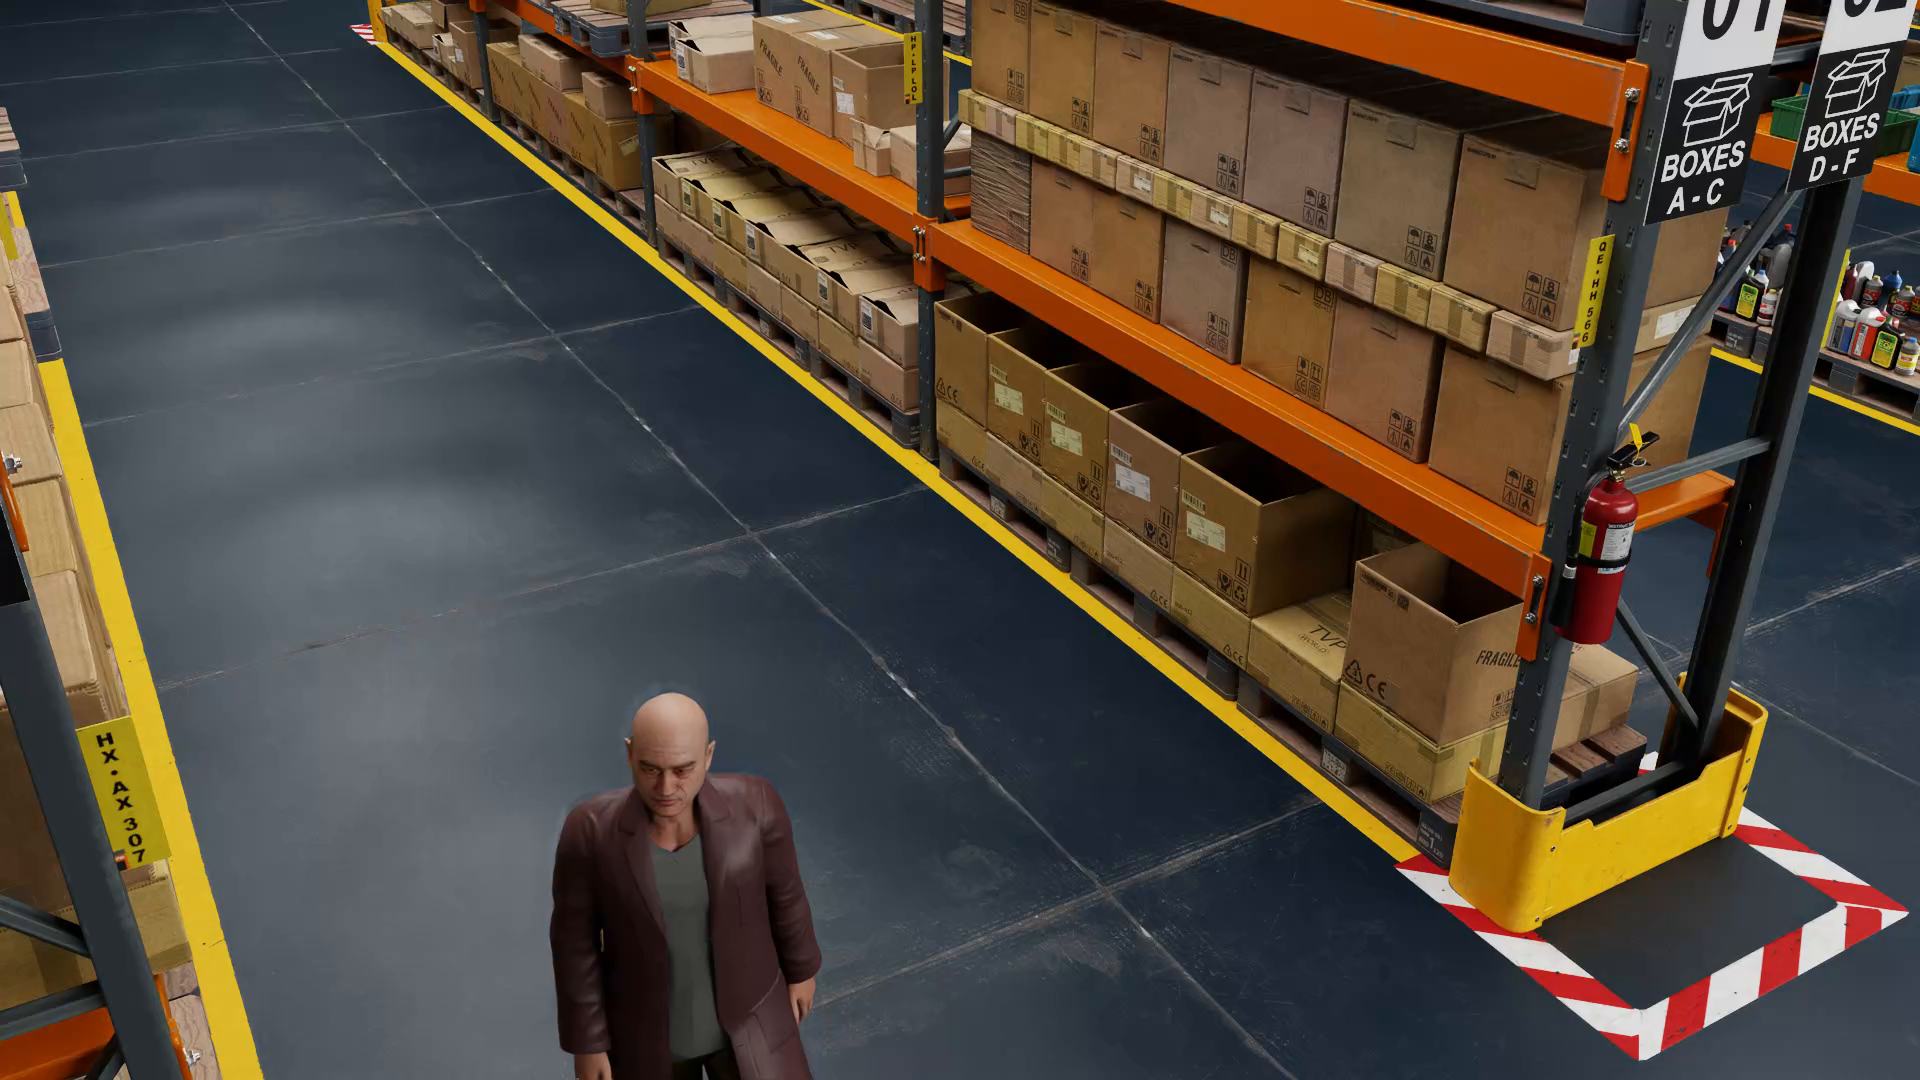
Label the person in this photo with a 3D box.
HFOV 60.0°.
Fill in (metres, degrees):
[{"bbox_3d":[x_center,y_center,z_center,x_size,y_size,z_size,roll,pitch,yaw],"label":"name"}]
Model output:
[{"bbox_3d":[-0.637,1.165,4.025,0.631,1.842,0.580,-5,29,-9],"label":"person"}]
